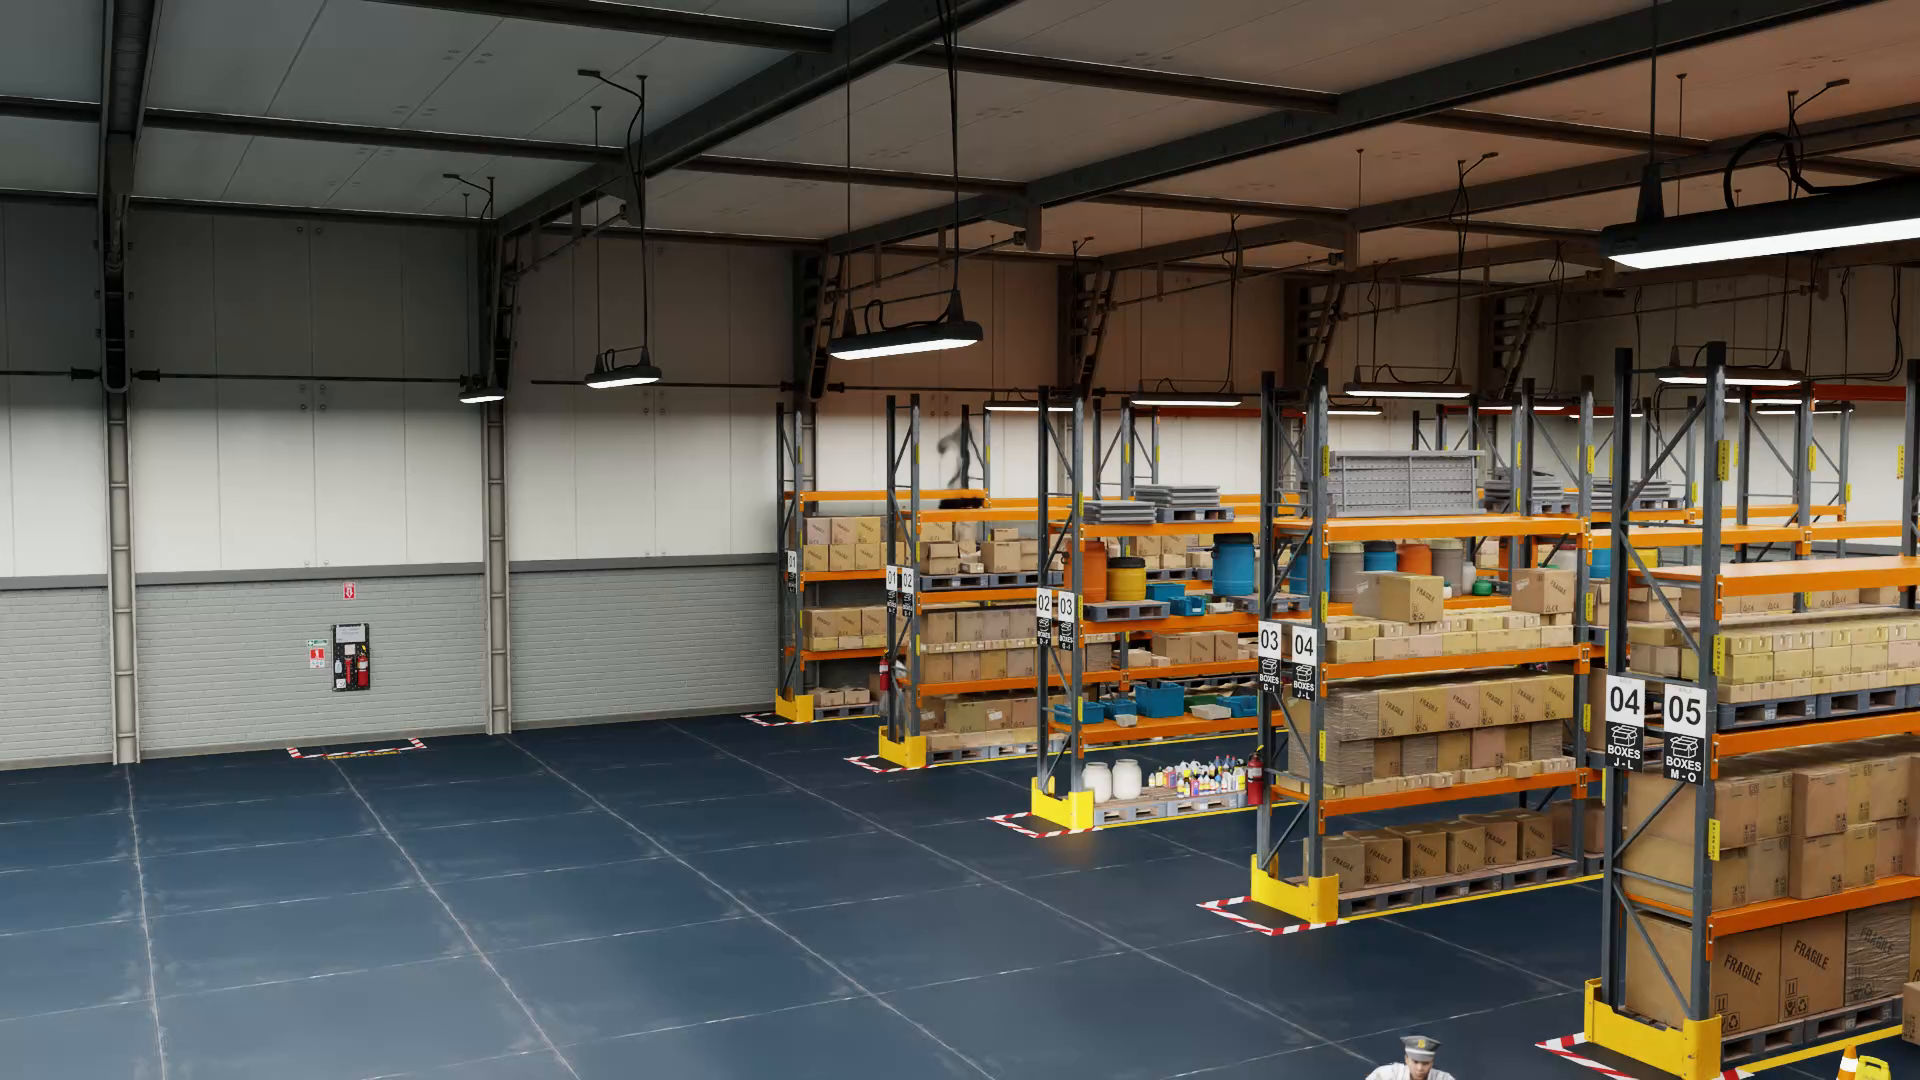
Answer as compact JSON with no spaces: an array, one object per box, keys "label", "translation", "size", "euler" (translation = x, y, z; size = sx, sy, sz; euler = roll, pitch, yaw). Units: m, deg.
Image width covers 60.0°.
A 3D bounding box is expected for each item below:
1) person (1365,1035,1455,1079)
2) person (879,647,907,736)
[{"label":"person","translation":[2.805,3.791,10.255],"size":[0.604,1.612,0.668],"euler":[1,3,12]},{"label":"person","translation":[-1.181,2.675,29.373],"size":[0.532,1.610,0.698],"euler":[2,4,34]}]
